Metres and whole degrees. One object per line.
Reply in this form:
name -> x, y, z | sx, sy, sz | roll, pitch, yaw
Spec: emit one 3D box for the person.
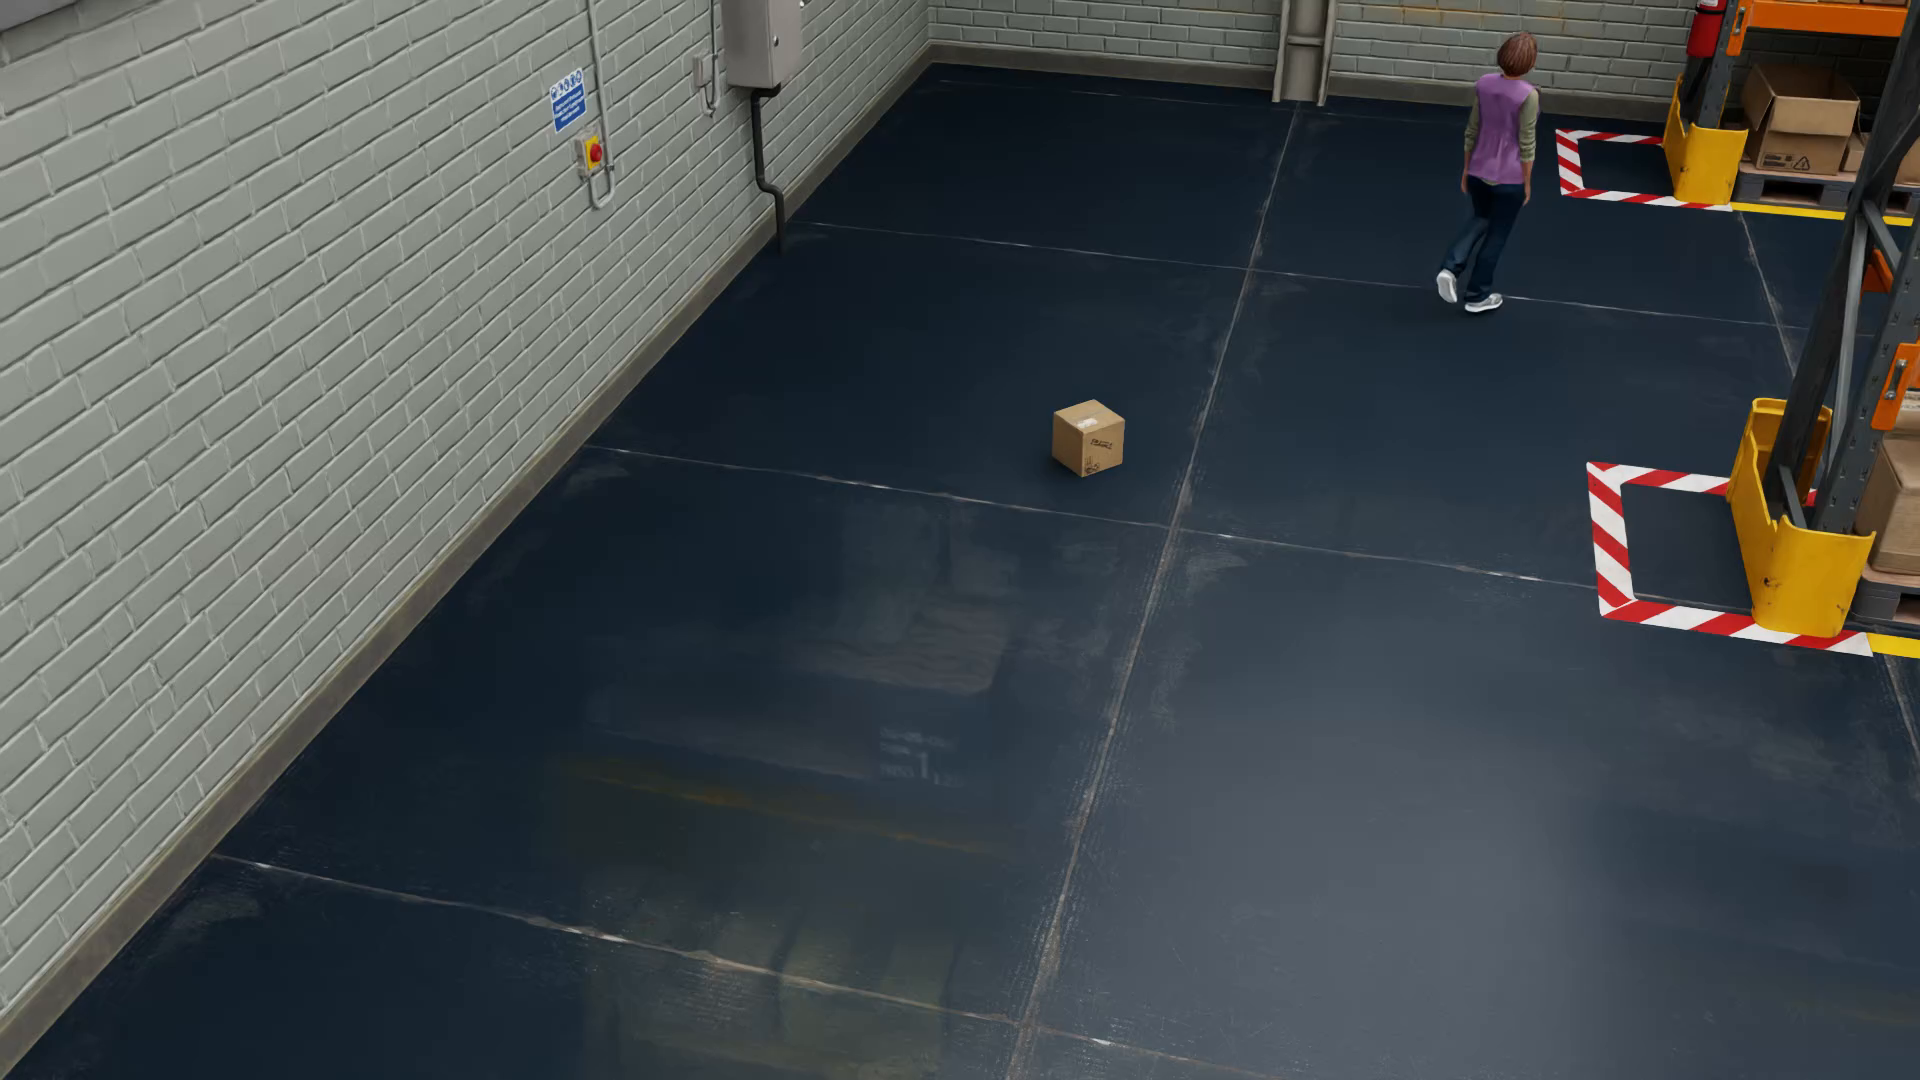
person -> 2.929, -1.994, 9.144 | 0.448, 1.590, 0.413 | -23, 40, -31
